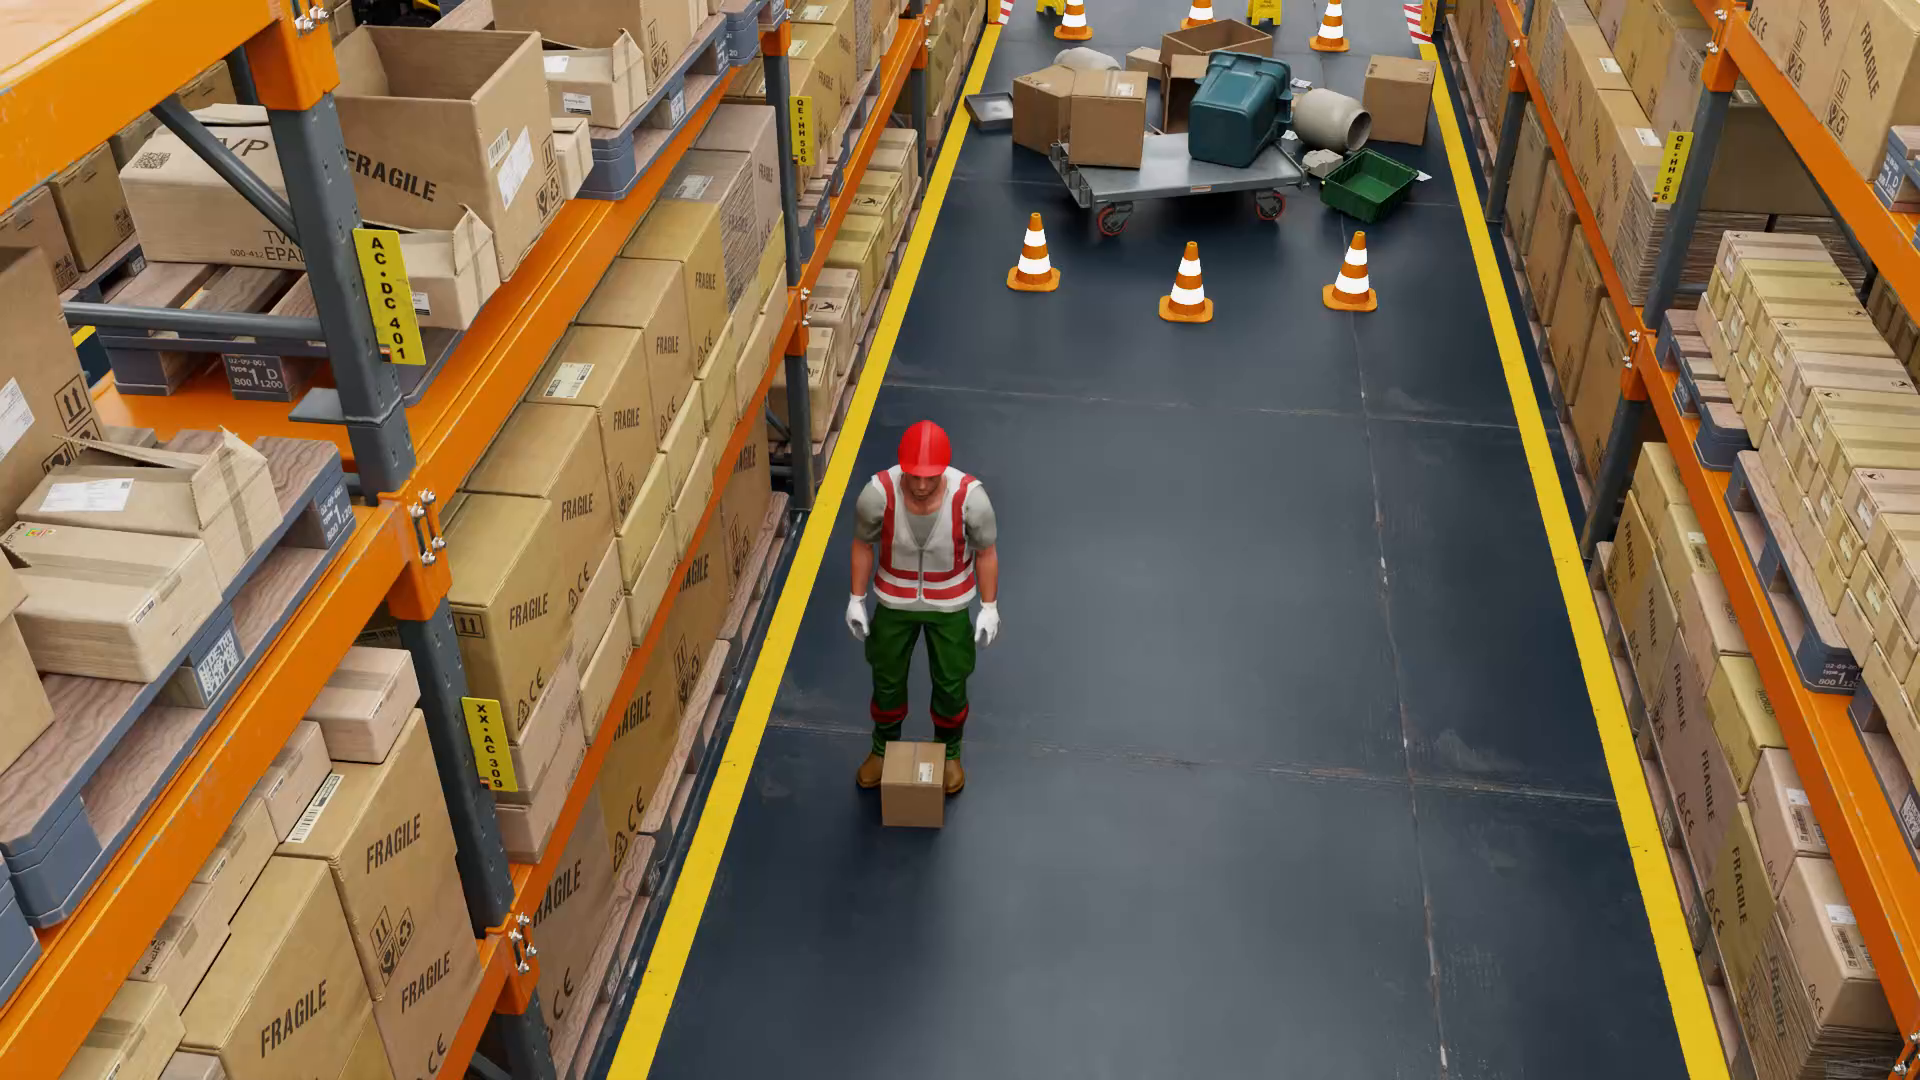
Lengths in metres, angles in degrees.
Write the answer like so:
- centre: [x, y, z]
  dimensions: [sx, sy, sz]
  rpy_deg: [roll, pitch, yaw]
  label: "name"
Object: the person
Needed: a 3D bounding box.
- centre: [-0.147, 0.268, 6.656]
  dimensions: [0.623, 1.780, 0.446]
  rpy_deg: [3, 36, 4]
  label: "person"
